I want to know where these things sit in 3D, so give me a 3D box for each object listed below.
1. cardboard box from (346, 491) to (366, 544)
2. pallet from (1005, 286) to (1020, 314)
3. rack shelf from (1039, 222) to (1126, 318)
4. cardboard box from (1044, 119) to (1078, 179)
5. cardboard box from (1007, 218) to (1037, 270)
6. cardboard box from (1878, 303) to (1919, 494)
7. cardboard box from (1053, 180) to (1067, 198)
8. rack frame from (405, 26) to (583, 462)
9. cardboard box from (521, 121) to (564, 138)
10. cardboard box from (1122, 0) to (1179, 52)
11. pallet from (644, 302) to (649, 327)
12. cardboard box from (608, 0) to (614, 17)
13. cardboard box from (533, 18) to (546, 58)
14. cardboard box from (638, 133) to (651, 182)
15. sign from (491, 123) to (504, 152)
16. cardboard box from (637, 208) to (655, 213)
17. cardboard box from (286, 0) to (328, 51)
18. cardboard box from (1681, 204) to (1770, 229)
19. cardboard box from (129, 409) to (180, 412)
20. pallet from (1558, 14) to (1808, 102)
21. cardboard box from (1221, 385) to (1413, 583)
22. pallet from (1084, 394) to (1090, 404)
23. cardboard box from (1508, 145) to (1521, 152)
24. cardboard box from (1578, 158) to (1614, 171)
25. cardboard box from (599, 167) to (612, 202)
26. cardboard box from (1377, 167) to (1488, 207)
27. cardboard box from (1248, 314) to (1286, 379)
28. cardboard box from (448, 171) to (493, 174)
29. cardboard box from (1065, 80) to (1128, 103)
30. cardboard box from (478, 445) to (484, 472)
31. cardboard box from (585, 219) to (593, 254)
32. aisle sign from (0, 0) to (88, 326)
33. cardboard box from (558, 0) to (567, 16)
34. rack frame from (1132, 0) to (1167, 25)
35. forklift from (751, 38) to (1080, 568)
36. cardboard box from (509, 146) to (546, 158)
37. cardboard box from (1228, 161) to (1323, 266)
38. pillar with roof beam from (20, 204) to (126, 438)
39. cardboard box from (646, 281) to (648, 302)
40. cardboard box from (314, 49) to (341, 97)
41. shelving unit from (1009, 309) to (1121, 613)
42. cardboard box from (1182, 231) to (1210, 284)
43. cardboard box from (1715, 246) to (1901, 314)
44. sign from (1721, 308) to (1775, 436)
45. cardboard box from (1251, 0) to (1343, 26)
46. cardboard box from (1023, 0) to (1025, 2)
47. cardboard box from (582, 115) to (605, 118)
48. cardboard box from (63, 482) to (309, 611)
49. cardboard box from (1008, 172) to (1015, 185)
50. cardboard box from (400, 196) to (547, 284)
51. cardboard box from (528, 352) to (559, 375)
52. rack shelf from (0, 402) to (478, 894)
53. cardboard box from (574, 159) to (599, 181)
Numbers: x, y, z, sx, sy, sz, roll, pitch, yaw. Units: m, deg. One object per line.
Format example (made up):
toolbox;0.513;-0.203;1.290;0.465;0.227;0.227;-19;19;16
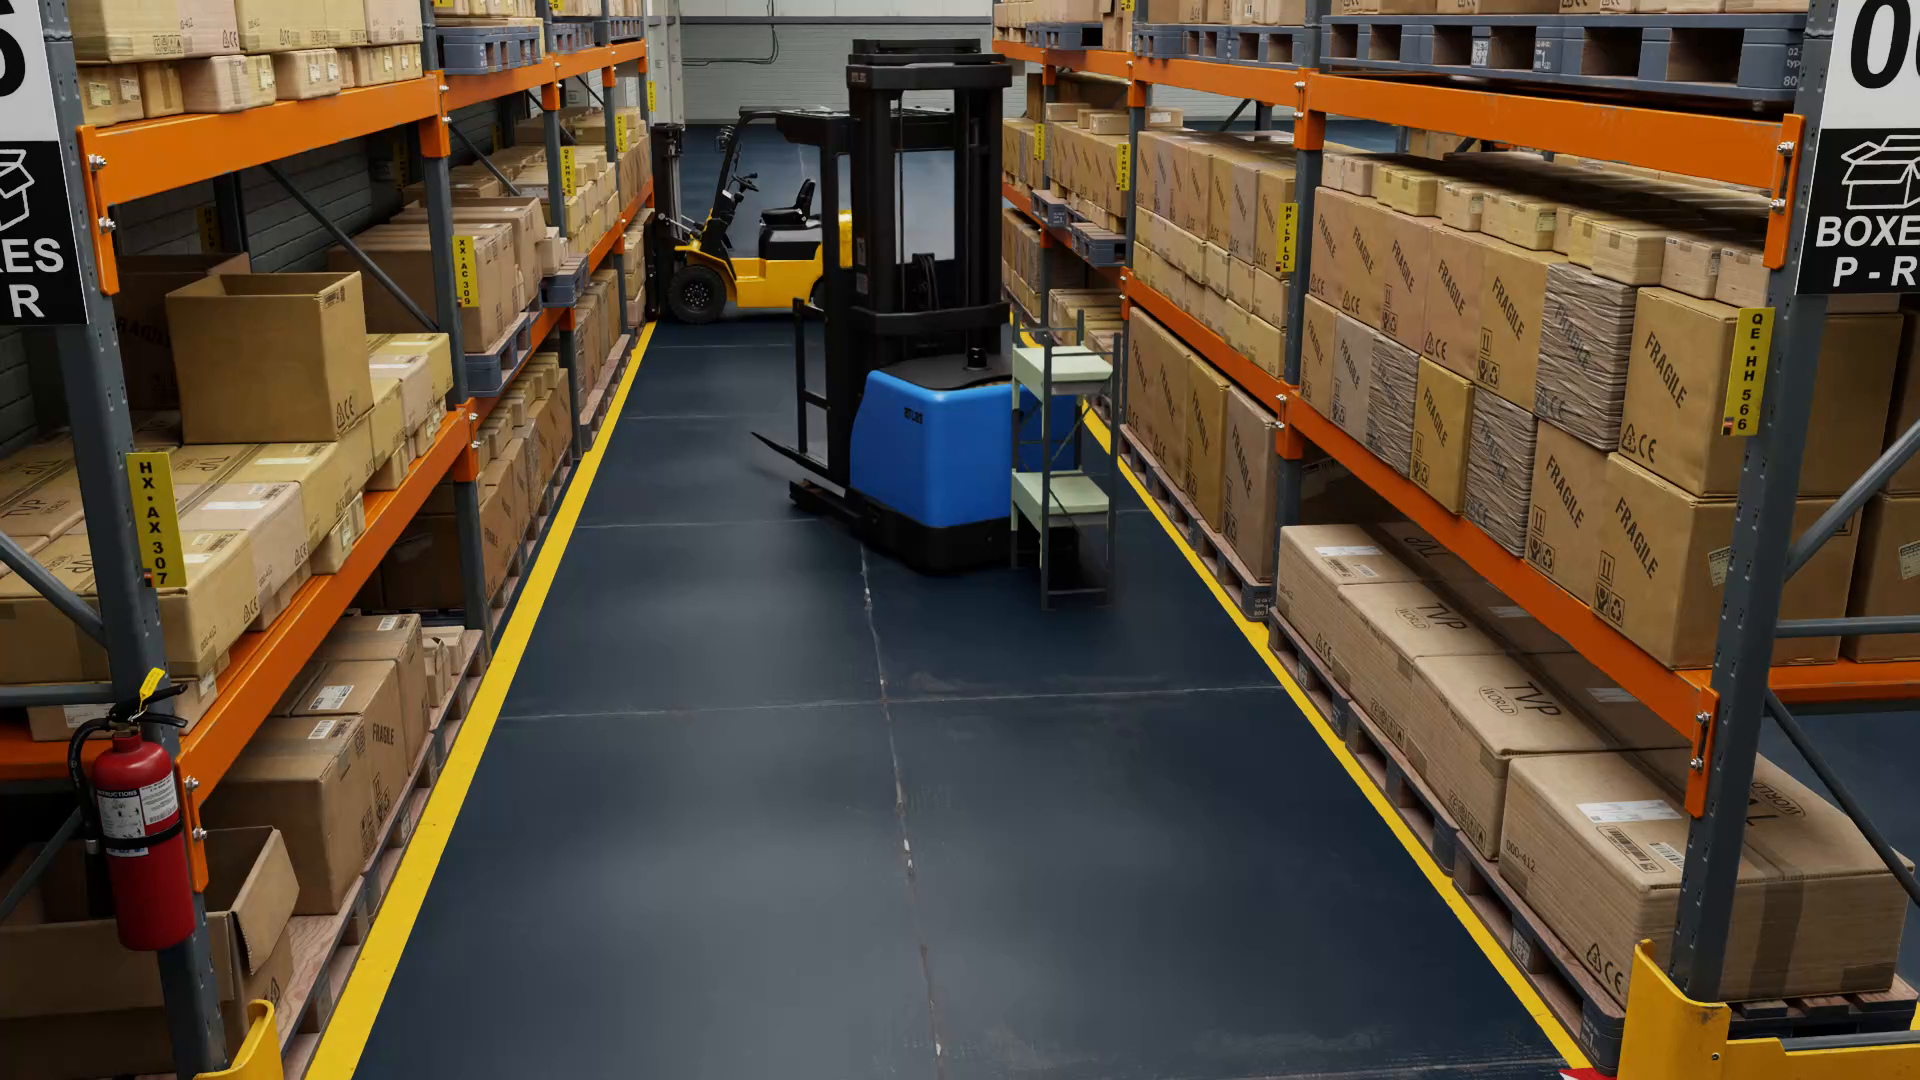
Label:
cardboard box;-2.302;-0.064;5.792;0.380;0.149;0.250;-1;17;-4
pallet;1.056;-2.577;18.032;1.003;0.211;1.213;-2;18;-6
rack shelf;1.496;-2.405;14.030;1.077;0.370;4.000;-2;18;-6
cardboard box;1.052;-3.585;15.224;0.500;0.500;0.500;-1;17;-4
cardboard box;0.790;-3.221;18.065;0.500;0.500;0.500;-1;17;-5
cardboard box;2.761;-0.445;4.751;0.500;0.500;0.500;-2;18;-7
cardboard box;1.049;-3.175;15.001;0.380;0.149;0.250;-1;17;-5
rack frame;-3.235;-1.998;11.532;1.000;3.000;0.127;-2;18;-6
cardboard box;-4.006;-3.929;15.937;0.380;0.149;0.250;-2;18;-6
cardboard box;1.614;-3.914;12.460;0.700;0.500;0.500;-2;18;-6
pallet;-3.817;-2.462;17.665;1.003;0.211;1.213;-2;18;-6
cardboard box;-3.392;-4.892;15.294;0.380;0.149;0.250;-1;17;-4
cardboard box;-2.941;-3.212;10.642;0.500;0.250;0.500;-2;18;-7
cardboard box;-3.748;-4.290;18.668;0.500;0.500;0.500;-2;18;-7
sign;-4.199;-3.623;15.130;0.100;0.325;0.005;-2;18;-6
cardboard box;-3.702;-3.619;18.917;0.500;0.250;0.500;-1;17;-4
cardboard box;-2.373;-1.713;5.373;0.500;0.250;0.500;-2;18;-7
cardboard box;2.631;-1.028;5.526;0.380;0.149;0.250;-2;18;-5
cardboard box;-2.930;-0.417;6.252;0.500;0.250;0.500;-1;17;-4
pallet;2.440;-1.378;4.699;1.003;0.211;1.213;-2;18;-6
cardboard box;1.971;-0.329;9.064;0.875;0.875;0.875;-1;17;-4
pallet;1.500;-1.417;14.339;1.003;0.211;1.213;-2;18;-6
cardboard box;6.073;-3.871;17.249;0.875;0.550;0.550;-2;18;-6
cardboard box;6.042;-3.259;15.383;0.500;0.500;0.500;-2;18;-5
cardboard box;-3.282;-3.065;14.347;0.500;0.250;0.500;-2;18;-7
cardboard box;1.964;-1.466;6.919;0.380;0.149;0.250;-2;18;-6
cardboard box;1.817;-1.015;8.651;0.500;0.250;0.500;-2;18;-7
cardboard box;-3.669;-2.670;12.424;0.380;0.149;0.250;-2;18;-7
cardboard box;1.429;-4.301;16.536;0.700;0.500;0.500;-2;18;-5
cardboard box;-2.738;-0.394;8.815;0.380;0.149;0.250;-3;18;-9
cardboard box;-3.145;-2.369;12.966;0.500;0.250;0.500;-2;18;-7
aisle sign;-2.111;-0.843;3.515;0.394;0.787;0.004;-2;18;-6
cardboard box;-3.067;-3.948;11.701;0.500;0.500;0.500;-2;18;-5
rack frame;1.702;-5.014;11.125;1.000;3.000;0.127;-2;18;-6
forklift;-0.457;-1.630;10.475;1.130;2.935;3.031;-10;20;-28
cardboard box;-3.825;-3.435;14.861;0.380;0.149;0.250;-2;18;-7
cardboard box;1.758;-1.764;8.953;0.500;0.500;0.500;-1;17;-5
pillar with roof beam;0.635;-3.566;6.512;9.100;9.000;0.400;-2;18;-6
cardboard box;-3.537;-2.687;17.619;0.500;0.250;0.500;-1;17;-4
cardboard box;-2.303;-1.561;5.554;0.380;0.149;0.250;-1;17;-5
shelving unit;0.562;-0.448;9.099;0.431;1.500;0.755;-3;18;-10
cardboard box;1.639;-1.706;10.019;0.500;0.250;0.500;-1;17;-5
cardboard box;2.291;-0.704;4.491;0.380;0.149;0.250;-2;17;-5
sign;1.986;-0.421;4.183;0.100;0.325;0.005;-2;18;-6
cardboard box;1.815;-2.805;8.545;0.500;0.311;0.500;-2;18;-6
cardboard box;0.839;-5.508;16.793;0.380;0.149;0.250;-2;17;-5
cardboard box;-3.640;-4.248;16.953;0.380;0.149;0.250;-2;18;-5
cardboard box;-2.241;0.022;4.853;0.500;0.250;0.500;-2;17;-5
cardboard box;0.733;-3.999;18.325;0.380;0.149;0.250;-1;17;-4
cardboard box;-2.883;-1.767;9.923;0.797;0.503;0.637;-2;18;-7
cardboard box;-2.932;-1.175;11.303;0.380;0.149;0.250;-3;18;-8
rack shelf;-2.616;0.133;5.946;1.077;0.370;4.000;-2;18;-6
cardboard box;-3.126;-2.995;13.460;0.380;0.149;0.250;-2;18;-7
